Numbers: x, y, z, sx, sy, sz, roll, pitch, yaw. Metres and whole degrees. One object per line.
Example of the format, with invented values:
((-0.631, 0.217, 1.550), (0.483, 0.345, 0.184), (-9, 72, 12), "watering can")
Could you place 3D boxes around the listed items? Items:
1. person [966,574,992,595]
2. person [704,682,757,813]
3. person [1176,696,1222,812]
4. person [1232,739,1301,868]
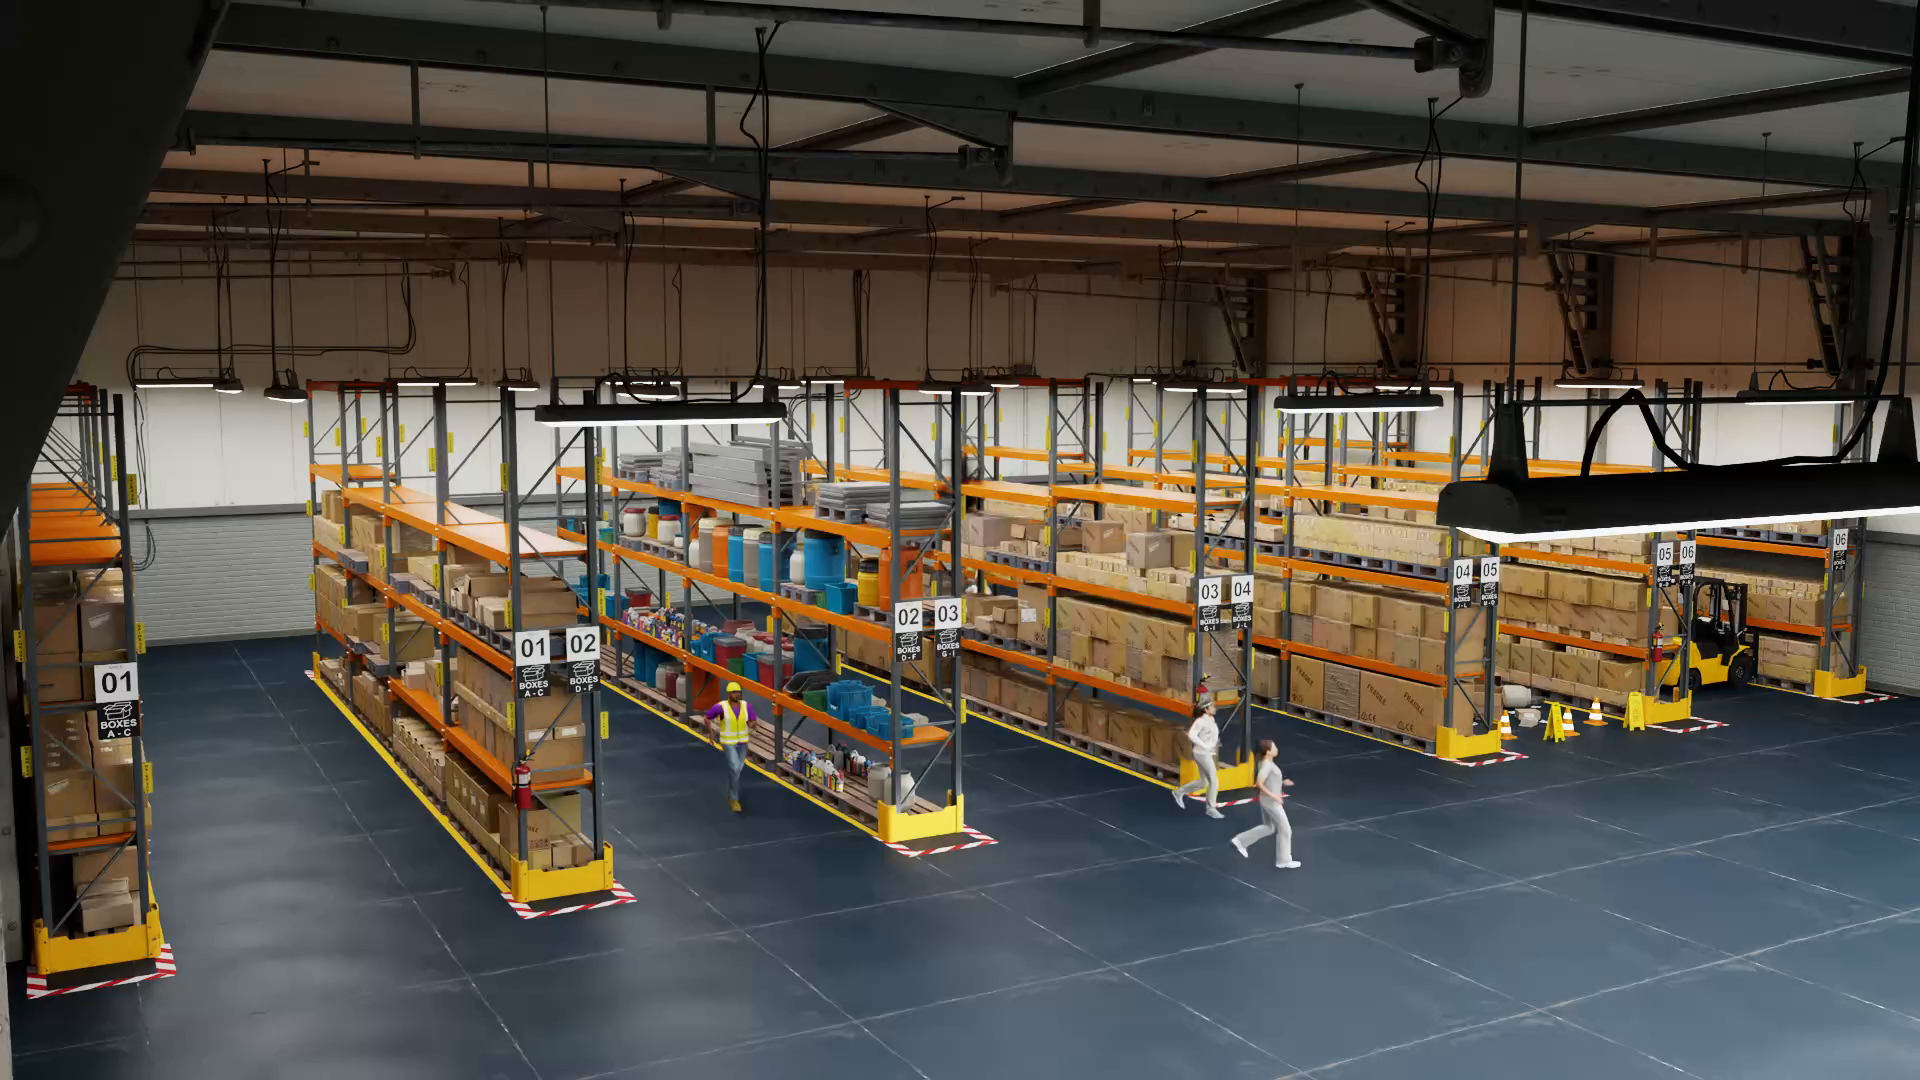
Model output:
((0.439, 1.591, 36.281), (0.696, 1.763, 0.941), (-4, 7, -34), "person")
((-3.227, 2.929, 23.741), (0.674, 1.828, 0.781), (-4, 7, -35), "person")
((3.380, 2.988, 23.447), (0.635, 1.583, 0.659), (3, 7, 24), "person")
((3.853, 3.298, 20.846), (0.859, 1.639, 0.577), (0, 6, 4), "person")
